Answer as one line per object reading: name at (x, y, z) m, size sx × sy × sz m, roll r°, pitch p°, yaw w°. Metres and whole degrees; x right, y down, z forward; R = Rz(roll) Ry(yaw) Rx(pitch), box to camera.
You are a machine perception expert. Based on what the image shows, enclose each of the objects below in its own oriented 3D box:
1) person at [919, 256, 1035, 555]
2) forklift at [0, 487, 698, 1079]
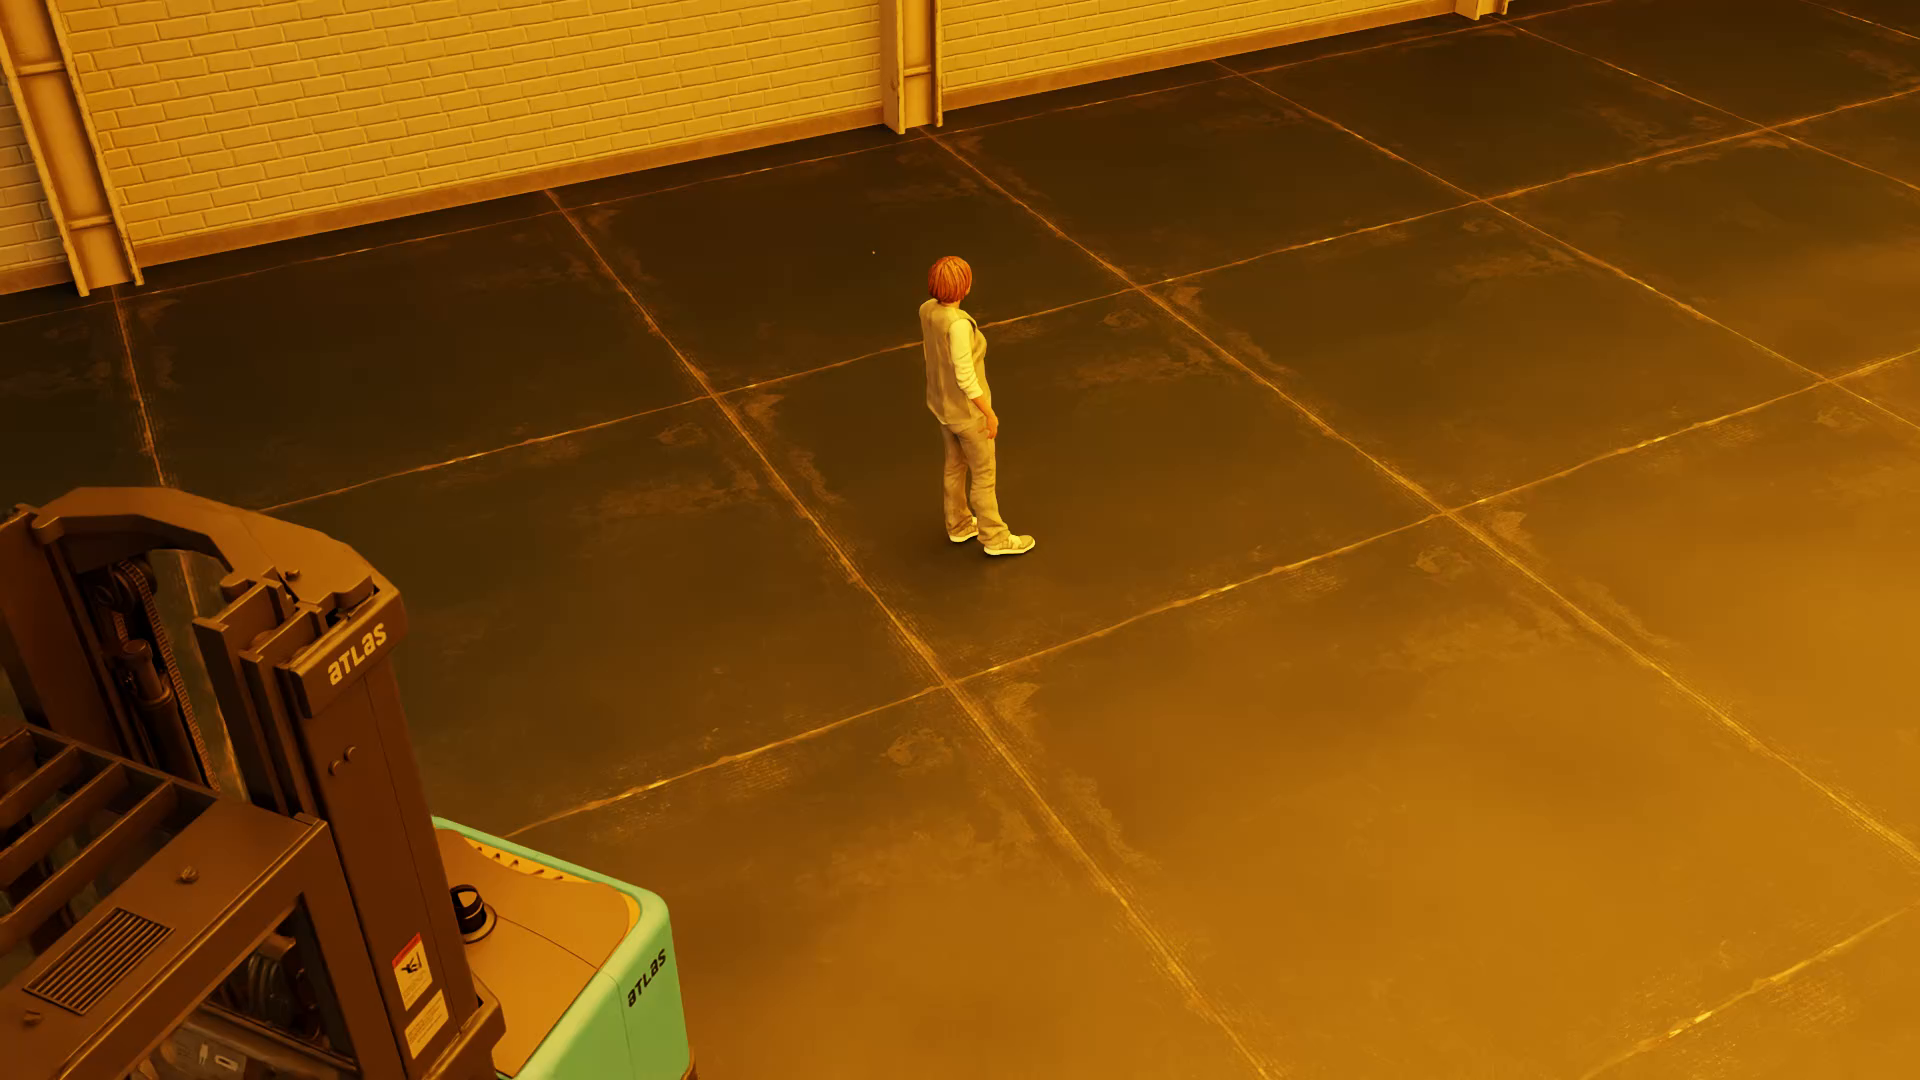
person at (0.072, -0.671, 8.215) m, size 0.475 × 1.597 × 0.520 m, roll -17°, pitch 39°, yaw -23°
forklift at (-1.953, 1.469, 4.045) m, size 1.130 × 2.935 × 3.031 m, roll 14°, pitch 38°, yaw 19°
